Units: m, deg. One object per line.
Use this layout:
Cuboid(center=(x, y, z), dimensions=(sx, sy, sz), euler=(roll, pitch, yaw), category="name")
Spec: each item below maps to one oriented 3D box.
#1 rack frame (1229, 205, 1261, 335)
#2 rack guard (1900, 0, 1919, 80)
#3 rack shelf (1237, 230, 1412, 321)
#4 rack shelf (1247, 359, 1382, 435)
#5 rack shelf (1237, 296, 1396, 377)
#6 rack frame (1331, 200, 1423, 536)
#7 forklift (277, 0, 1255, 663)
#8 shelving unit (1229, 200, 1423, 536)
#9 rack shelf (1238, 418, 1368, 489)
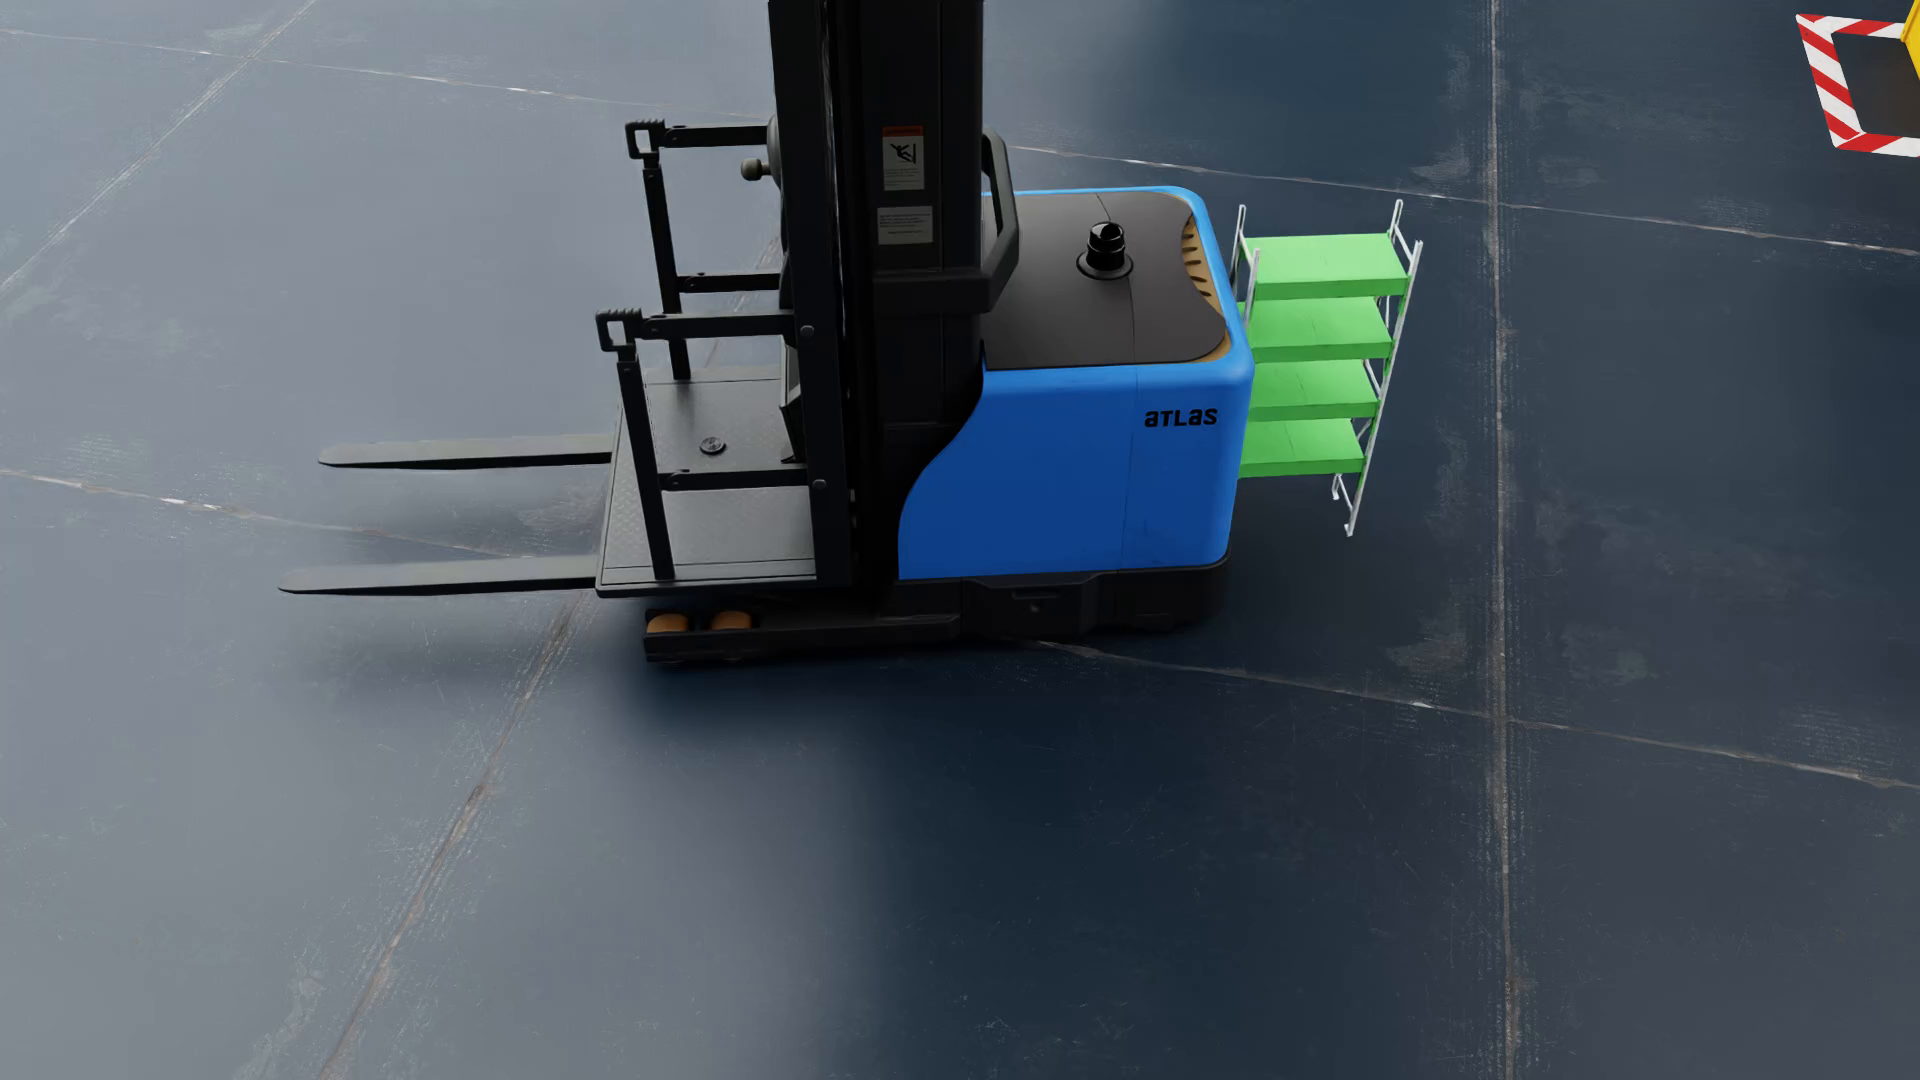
Cuboid(center=(0.863, -0.506, 5.402), dimensions=(0.015, 1.200, 0.240), euler=(-3, 44, -4), category="rack frame")
Cuboid(center=(4.797, -2.341, 7.822), dimensions=(0.348, 0.500, 1.175), euler=(9, 45, 9), category="rack guard")
Cuboid(center=(1.111, -0.818, 5.130), dimensions=(0.480, 0.148, 0.258), euler=(-3, 44, -4), category="rack shelf")
Cuboid(center=(1.105, -0.471, 5.462), dimensions=(0.480, 0.148, 0.258), euler=(-3, 44, -4), category="rack shelf")
Cuboid(center=(1.108, -0.644, 5.296), dimensions=(0.480, 0.148, 0.258), euler=(-3, 44, -4), category="rack shelf")
Cuboid(center=(1.349, -0.529, 5.434), dimensions=(0.015, 1.200, 0.240), euler=(-3, 44, -4), category="rack frame")
Cuboid(center=(-0.676, -1.041, 4.718), dimensions=(3.031, 2.935, 1.130), euler=(-3, 44, -3), category="forklift")
Cuboid(center=(1.106, -0.517, 5.418), dimensions=(0.503, 1.200, 0.258), euler=(-3, 44, -4), category="shelving unit")
Cuboid(center=(1.102, -0.298, 5.628), dimensions=(0.480, 0.148, 0.258), euler=(-3, 44, -4), category="rack shelf")
